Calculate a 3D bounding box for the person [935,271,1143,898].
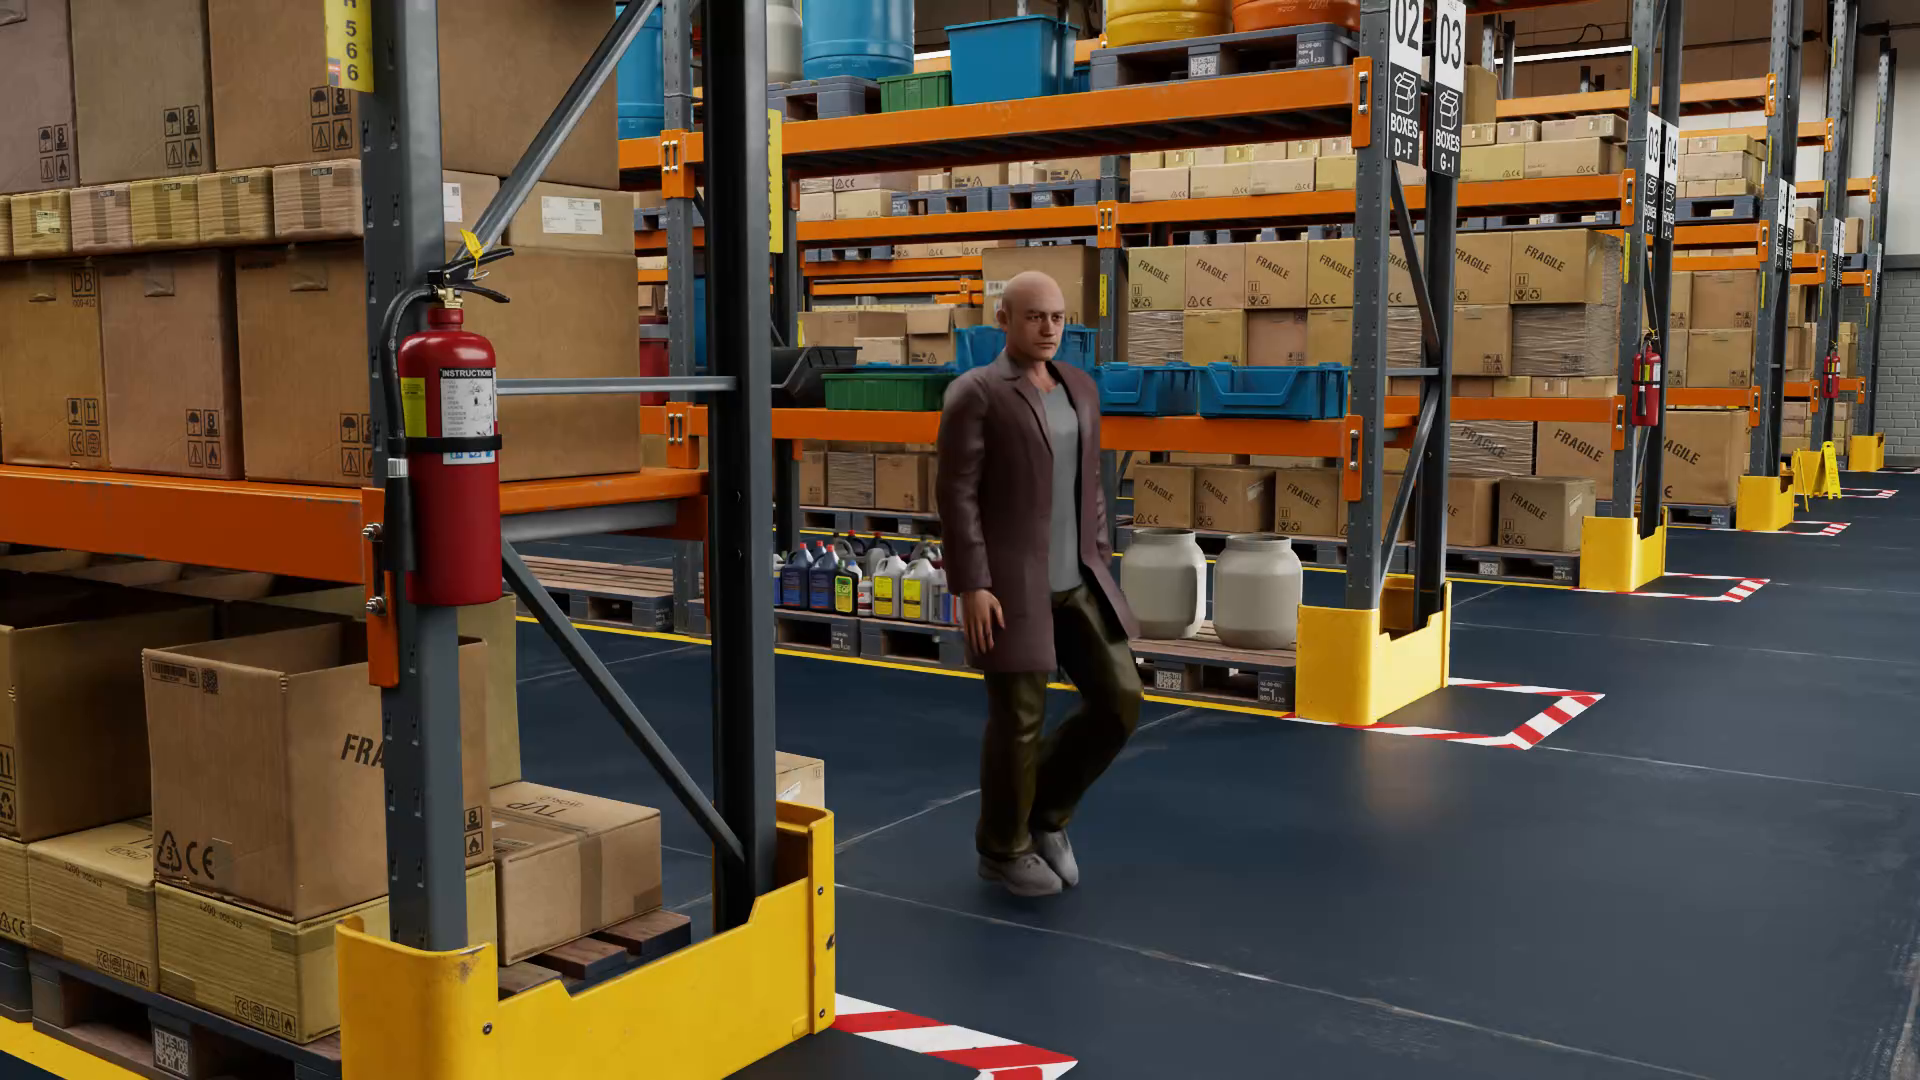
[{"bbox_3d":[0.232,0.145,4.756,0.630,1.808,0.485,-4,8,-35],"label":"person"}]
